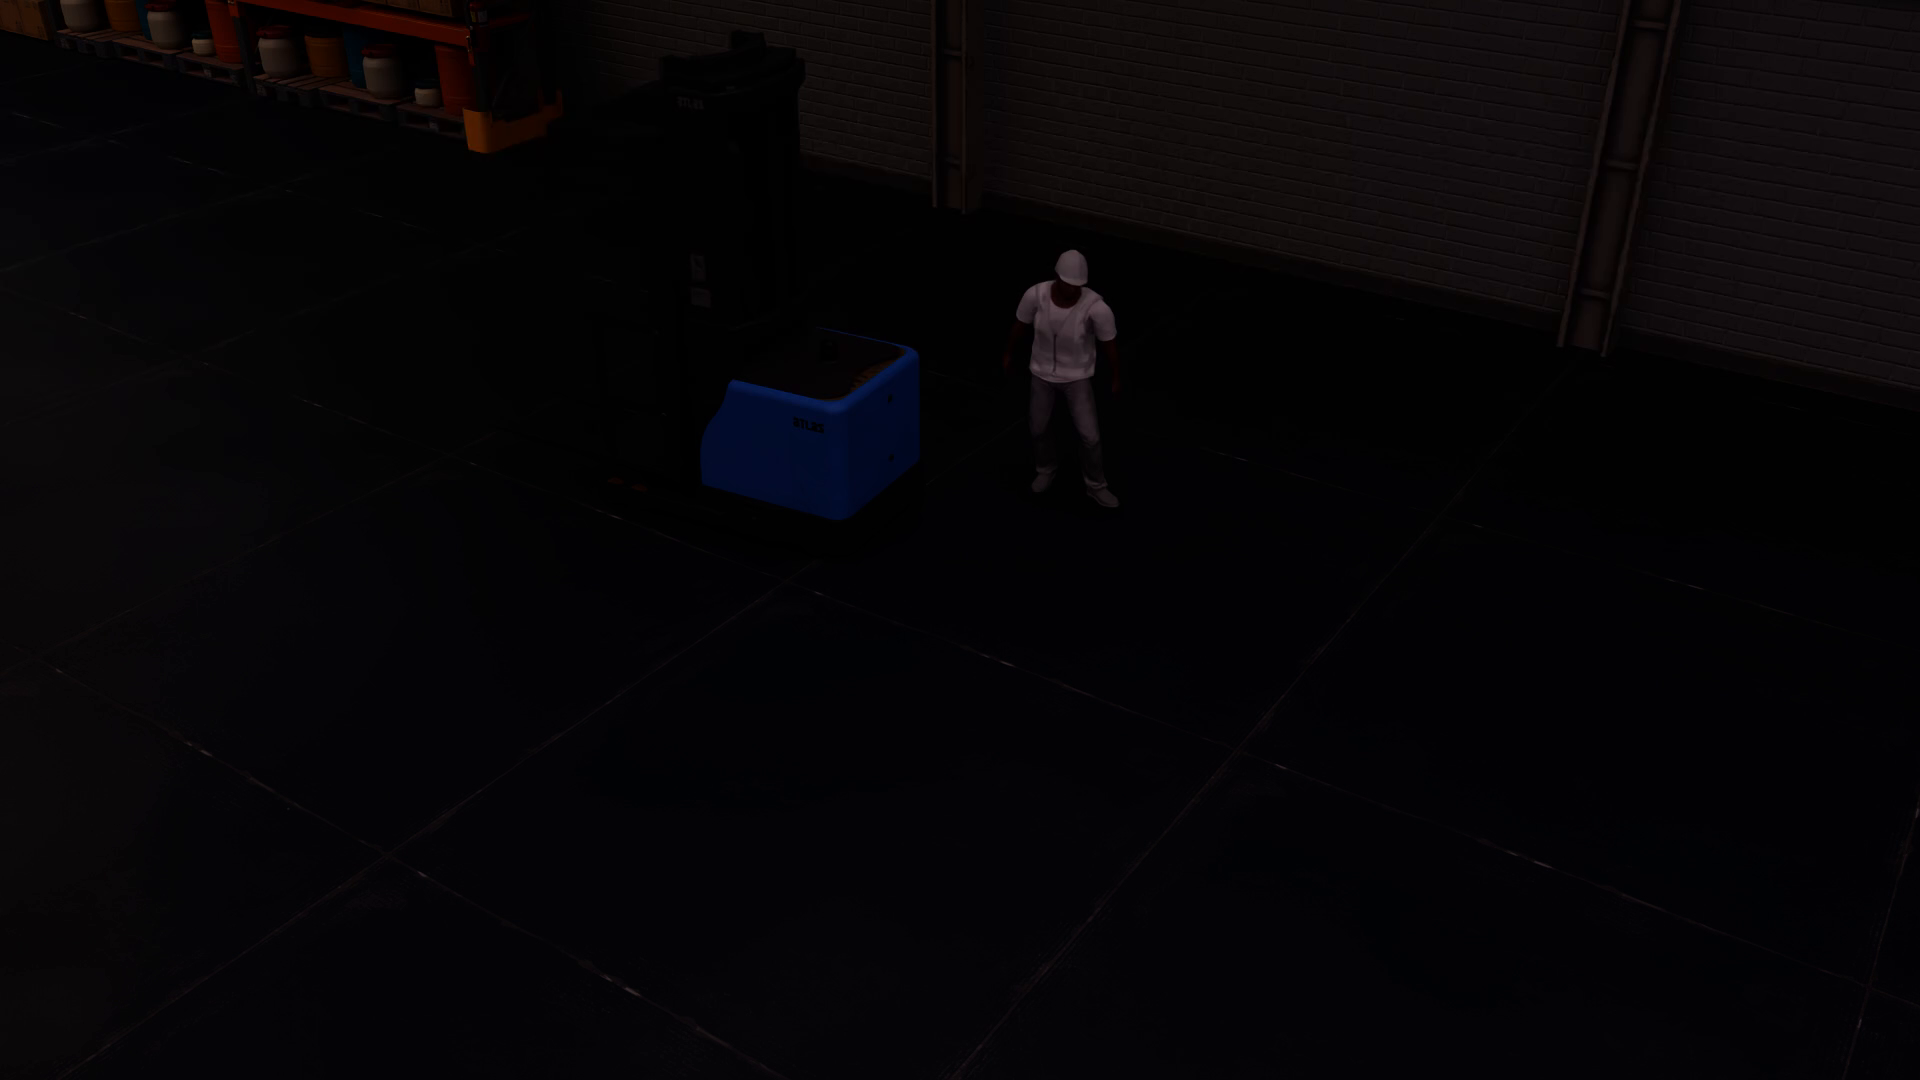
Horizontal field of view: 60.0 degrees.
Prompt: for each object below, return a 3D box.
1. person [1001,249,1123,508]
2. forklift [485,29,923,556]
[{"bbox_3d":[0.655,-1.056,10.622,0.897,1.733,0.473,12,32,19],"label":"person"},{"bbox_3d":[-1.786,-1.682,10.478,3.031,2.935,1.130,15,33,24],"label":"forklift"}]
